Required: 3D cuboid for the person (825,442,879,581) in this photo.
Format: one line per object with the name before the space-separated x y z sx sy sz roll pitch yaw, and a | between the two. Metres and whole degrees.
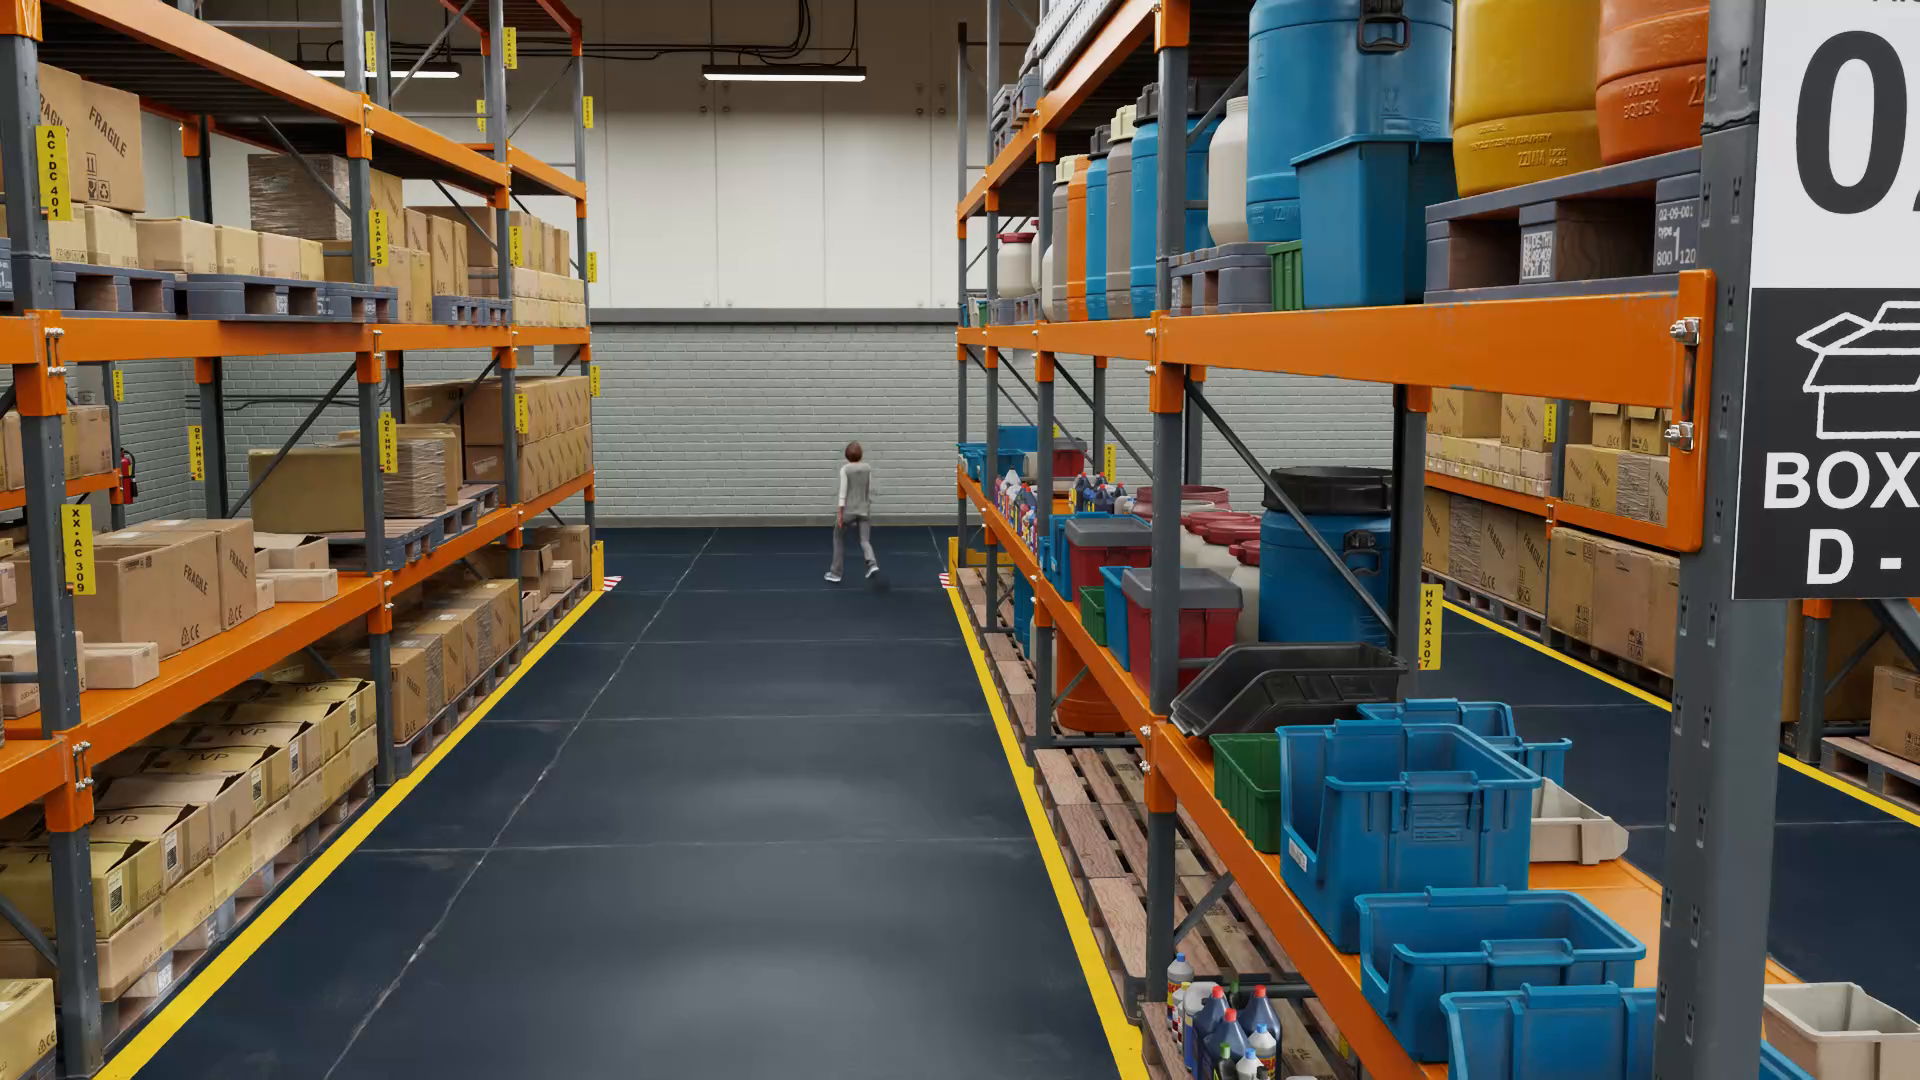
person | -1.149 -0.303 18.207 0.446 1.551 0.871 -4 8 -28
